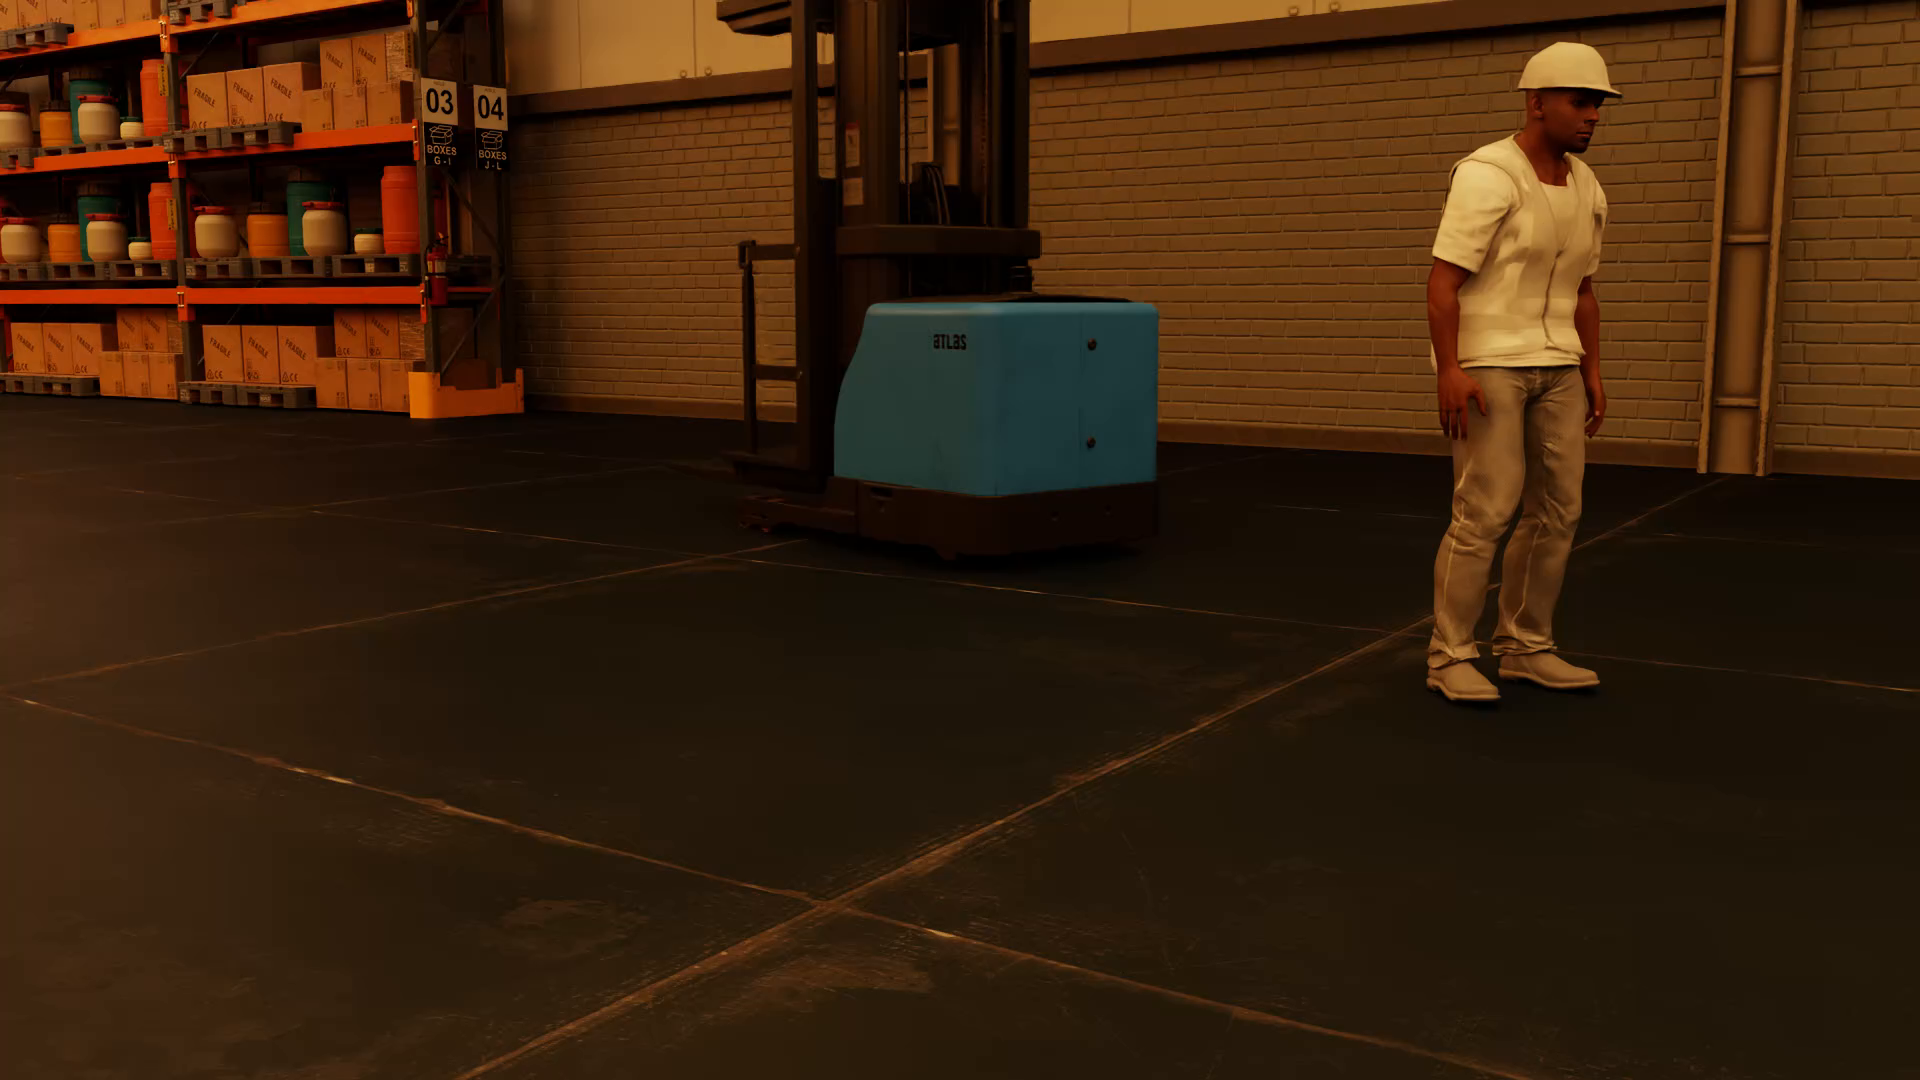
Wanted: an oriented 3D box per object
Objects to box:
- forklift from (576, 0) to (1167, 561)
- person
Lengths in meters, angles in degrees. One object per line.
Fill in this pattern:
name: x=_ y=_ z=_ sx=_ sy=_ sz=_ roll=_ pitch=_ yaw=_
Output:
forklift: x=-0.561 y=-1.505 z=7.776 sx=3.031 sy=2.935 sz=1.130 roll=6 pitch=10 yaw=36
person: x=1.554 y=-0.452 z=4.565 sx=0.603 sy=1.755 sz=0.460 roll=-4 pitch=9 yaw=-29
